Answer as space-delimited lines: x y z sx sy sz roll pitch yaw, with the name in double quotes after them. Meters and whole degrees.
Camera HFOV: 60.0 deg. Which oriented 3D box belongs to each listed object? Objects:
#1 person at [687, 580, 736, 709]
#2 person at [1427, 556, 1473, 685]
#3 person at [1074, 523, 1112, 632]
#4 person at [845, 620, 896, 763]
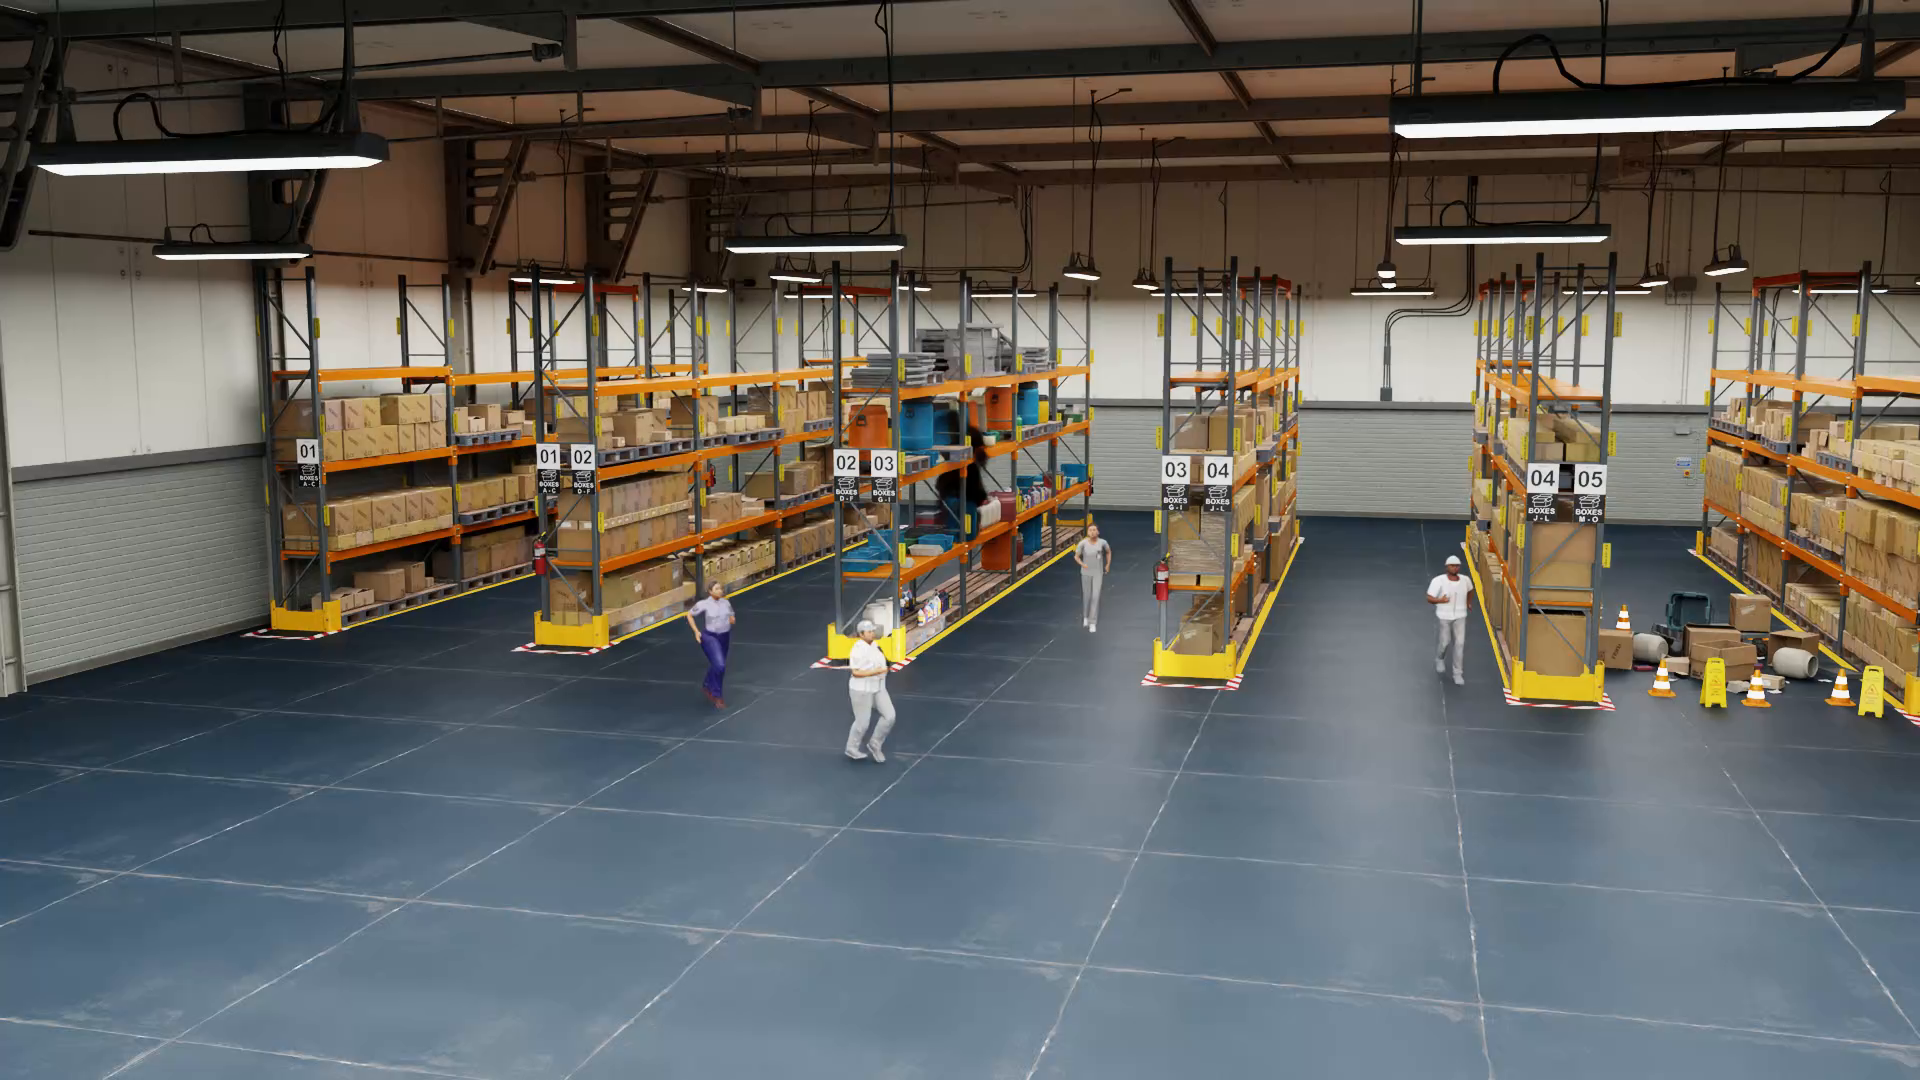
-3.266 1.388 22.191 0.750 1.710 0.577 6 9 40 "person"
6.975 1.104 23.624 0.683 1.760 0.935 0 7 3 "person"
2.097 0.563 26.244 0.589 1.689 0.765 0 7 3 "person"
-1.036 1.766 19.196 0.661 1.695 0.586 5 9 37 "person"
